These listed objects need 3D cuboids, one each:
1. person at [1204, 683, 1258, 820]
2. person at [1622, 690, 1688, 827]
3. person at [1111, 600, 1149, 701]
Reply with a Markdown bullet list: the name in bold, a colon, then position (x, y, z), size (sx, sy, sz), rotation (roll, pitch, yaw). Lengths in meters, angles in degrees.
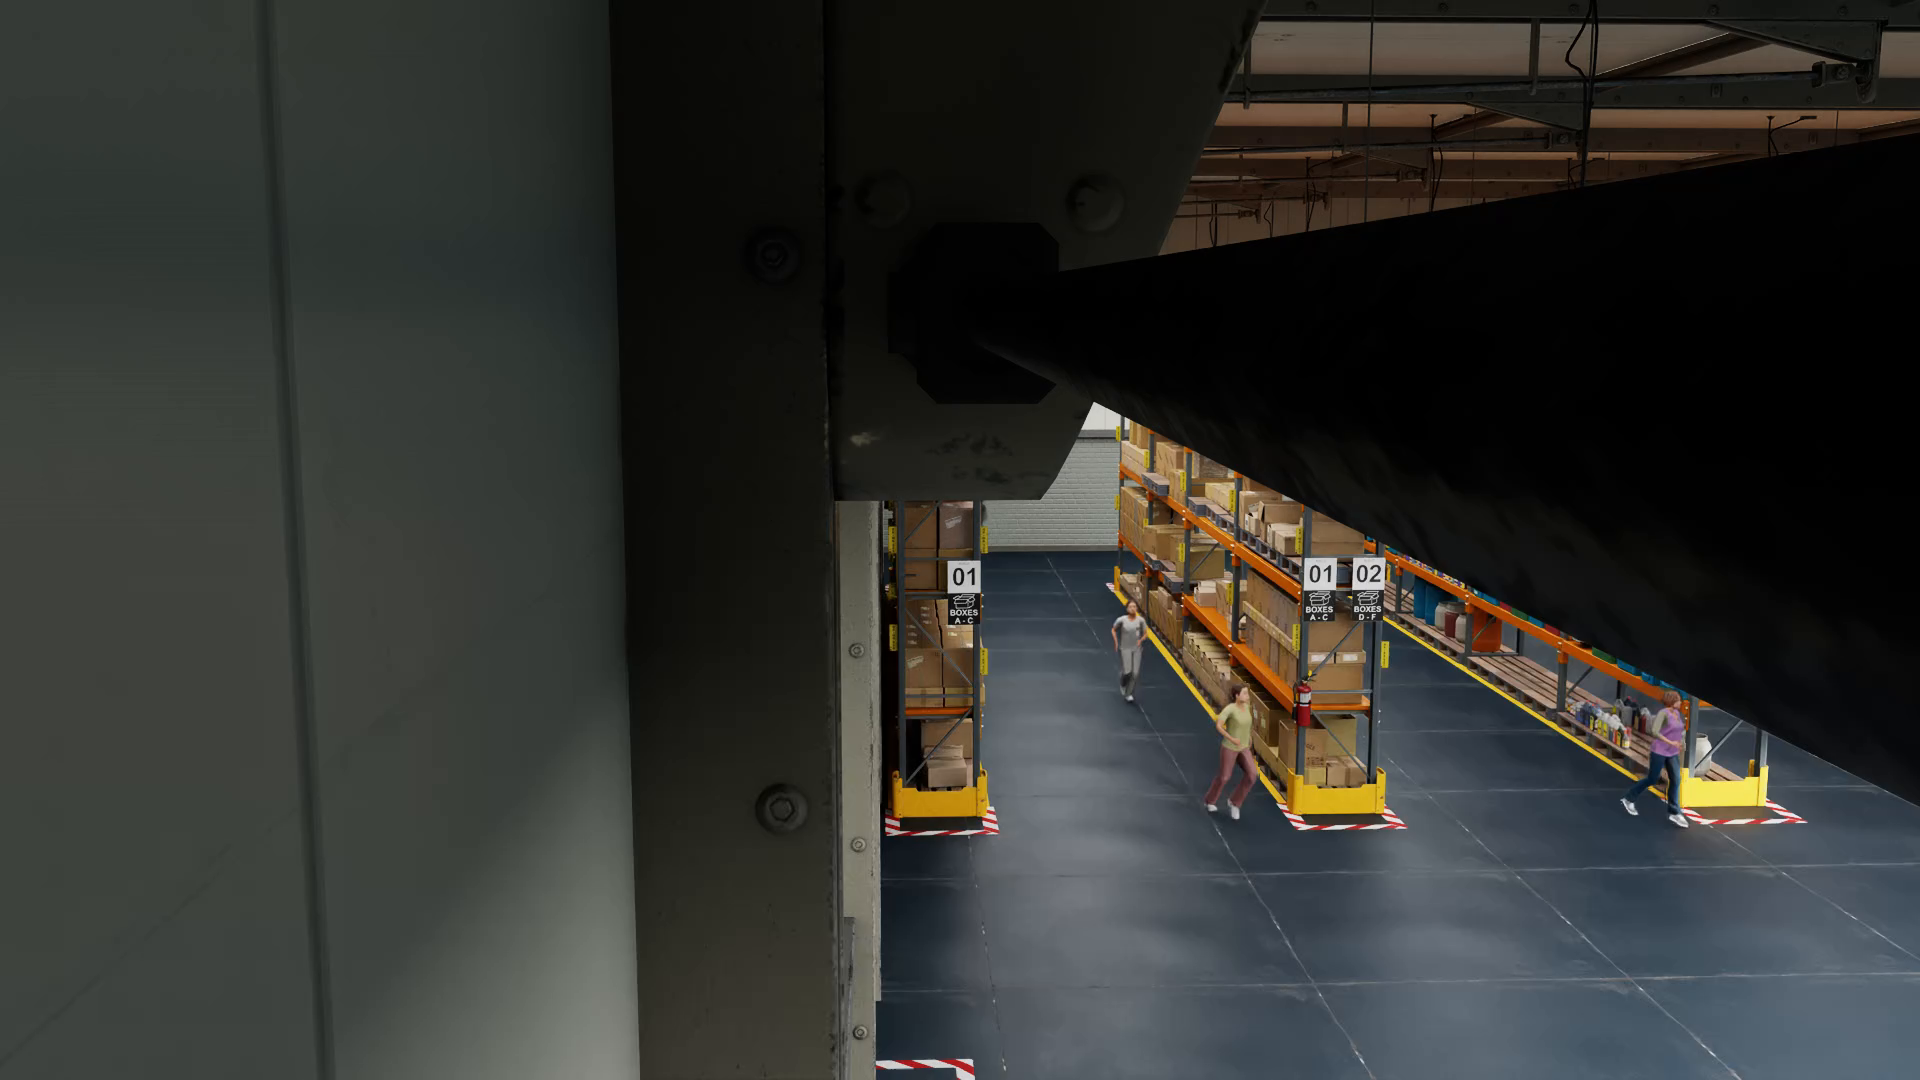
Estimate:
- **person**: position (3.416, 2.586, 20.520), size (0.639, 1.664, 0.659), rotation (-5, 10, -30)
- **person**: position (8.625, 2.618, 20.294), size (0.602, 1.584, 0.829), rotation (-6, 10, -35)
- **person**: position (2.701, 1.755, 26.258), size (0.565, 1.624, 0.545), rotation (-1, 8, -4)
